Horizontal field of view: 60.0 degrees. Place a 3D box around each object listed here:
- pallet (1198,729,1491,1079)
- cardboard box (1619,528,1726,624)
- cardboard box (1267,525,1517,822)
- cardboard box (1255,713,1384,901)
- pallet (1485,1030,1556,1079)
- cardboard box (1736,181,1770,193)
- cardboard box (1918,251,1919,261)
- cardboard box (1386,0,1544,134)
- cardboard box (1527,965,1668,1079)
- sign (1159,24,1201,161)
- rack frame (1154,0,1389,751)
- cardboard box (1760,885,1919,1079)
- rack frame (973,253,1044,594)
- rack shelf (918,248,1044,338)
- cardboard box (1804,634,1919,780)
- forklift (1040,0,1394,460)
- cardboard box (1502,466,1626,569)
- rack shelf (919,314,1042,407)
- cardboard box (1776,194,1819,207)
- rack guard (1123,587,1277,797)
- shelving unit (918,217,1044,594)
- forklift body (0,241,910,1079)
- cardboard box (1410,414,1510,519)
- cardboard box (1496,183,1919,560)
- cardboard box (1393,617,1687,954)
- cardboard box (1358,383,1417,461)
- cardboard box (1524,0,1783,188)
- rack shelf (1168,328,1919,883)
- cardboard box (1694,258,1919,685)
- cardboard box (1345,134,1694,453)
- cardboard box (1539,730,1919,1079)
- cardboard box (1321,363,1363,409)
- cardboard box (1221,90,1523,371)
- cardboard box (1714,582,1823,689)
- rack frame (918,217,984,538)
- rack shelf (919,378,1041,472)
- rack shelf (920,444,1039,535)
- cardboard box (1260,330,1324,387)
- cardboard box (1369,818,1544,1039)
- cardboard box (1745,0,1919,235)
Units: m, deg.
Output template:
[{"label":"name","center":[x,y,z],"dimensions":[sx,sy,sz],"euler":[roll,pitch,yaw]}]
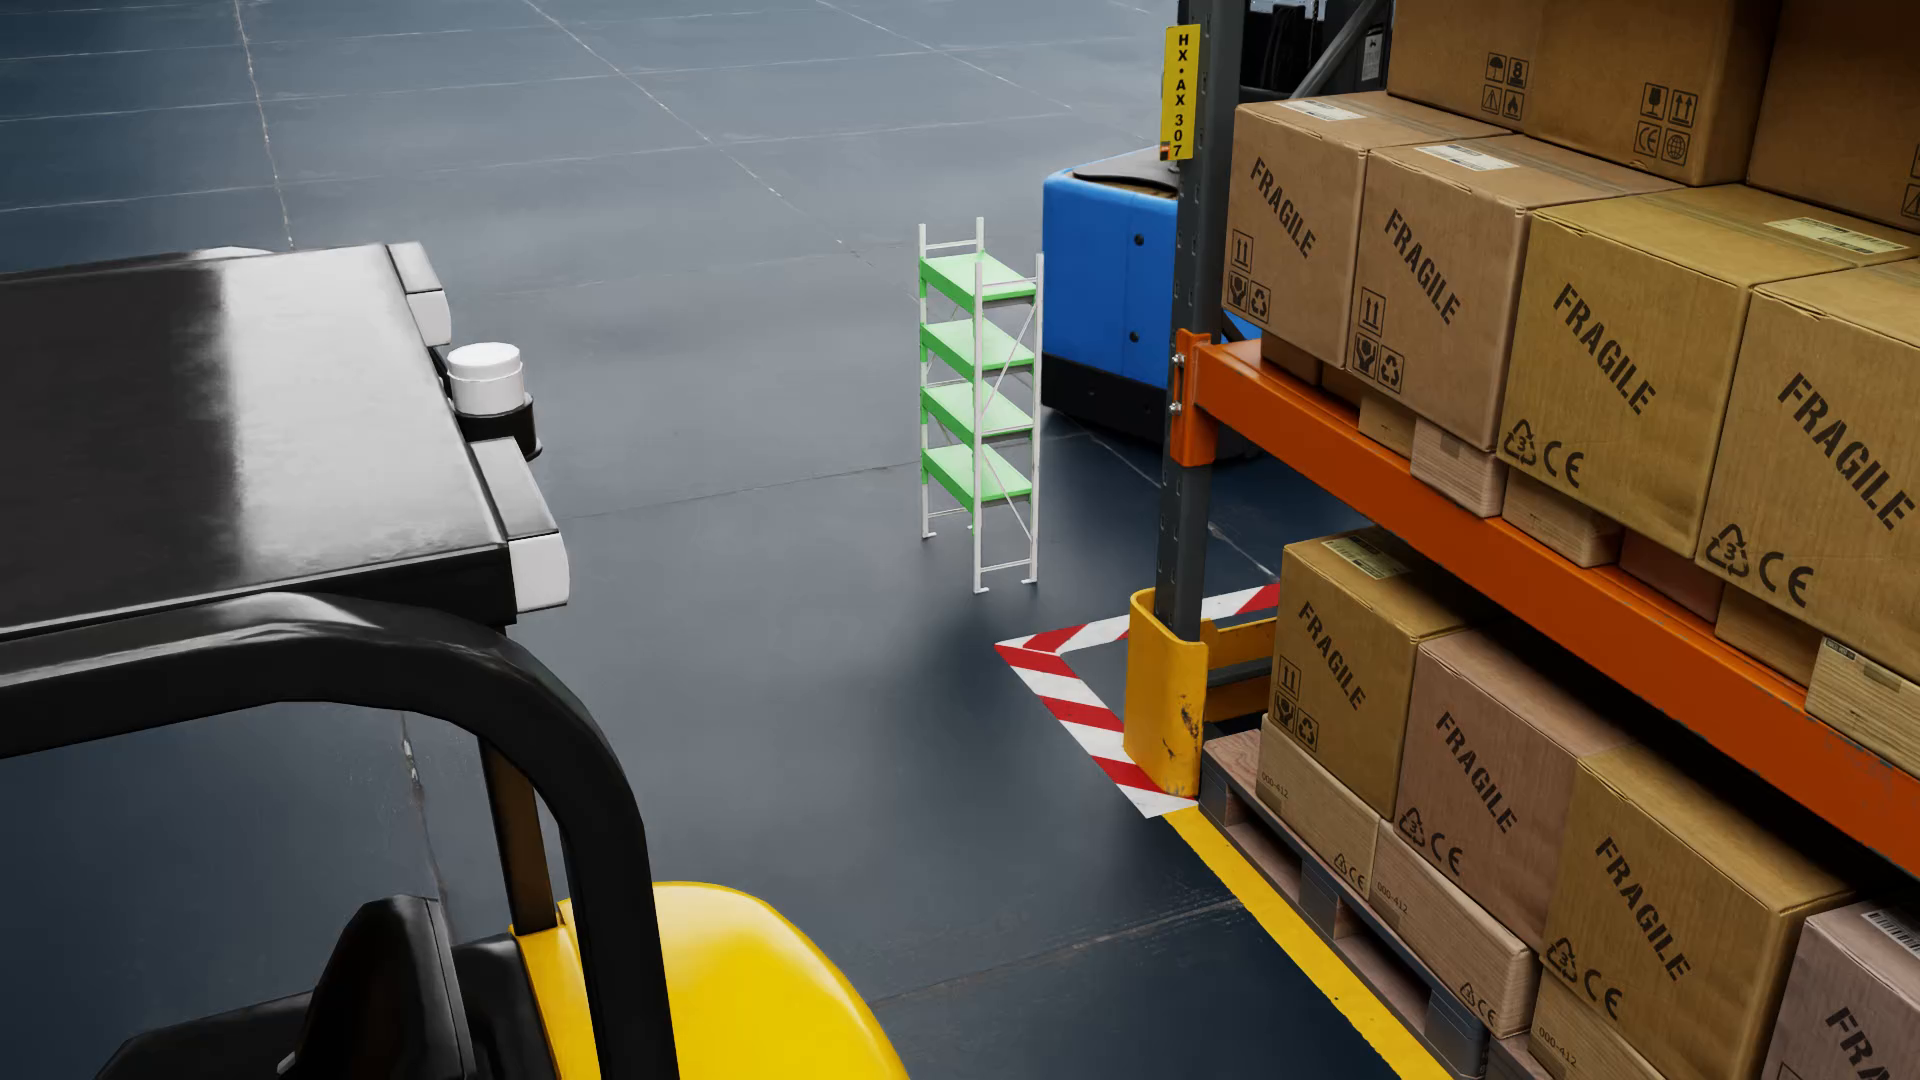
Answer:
[{"label":"pallet","center":[1.359,0.813,4.344],"dimensions":[1.003,0.211,1.213],"euler":[-11,28,-21]},{"label":"cardboard box","center":[1.475,0.007,3.103],"dimensions":[0.380,0.149,0.250],"euler":[-10,28,-19]},{"label":"cardboard box","center":[1.115,0.288,4.042],"dimensions":[0.500,0.500,0.500],"euler":[-12,28,-22]},{"label":"cardboard box","center":[1.105,0.616,4.226],"dimensions":[0.500,0.250,0.500],"euler":[-11,28,-21]},{"label":"pallet","center":[1.833,1.305,3.337],"dimensions":[1.003,0.211,1.213],"euler":[-11,28,-21]},{"label":"cardboard box","center":[1.701,-0.608,3.624],"dimensions":[0.500,0.500,0.500],"euler":[-11,28,-20]},{"label":"cardboard box","center":[1.998,-0.645,2.559],"dimensions":[0.700,0.500,0.500],"euler":[-11,28,-21]},{"label":"cardboard box","center":[1.444,-1.264,3.827],"dimensions":[0.700,0.500,0.500],"euler":[-11,28,-22]},{"label":"cardboard box","center":[1.523,1.041,3.354],"dimensions":[0.500,0.250,0.500],"euler":[-9,27,-17]},{"label":"sign","center":[0.544,-1.100,4.098],"dimensions":[0.100,0.325,0.005],"euler":[-11,28,-21]},{"label":"rack frame","center":[1.044,-0.805,4.479],"dimensions":[1.000,3.000,0.127],"euler":[-11,28,-21]},{"label":"cardboard box","center":[1.730,0.917,2.754],"dimensions":[0.500,0.500,0.500],"euler":[-9,27,-18]},{"label":"rack frame","center":[0.160,-0.374,5.648],"dimensions":[0.240,1.200,0.015],"euler":[-11,28,-21]},{"label":"rack shelf","center":[0.065,-0.846,5.667],"dimensions":[0.258,0.148,0.480],"euler":[-11,28,-21]},{"label":"cardboard box","center":[1.596,0.230,2.646],"dimensions":[0.380,0.149,0.250],"euler":[-10,28,-20]},{"label":"forklift","center":[1.717,-2.196,7.407],"dimensions":[1.130,2.935,3.031],"euler":[23,34,39]},{"label":"cardboard box","center":[1.317,-0.089,3.301],"dimensions":[0.380,0.149,0.250],"euler":[-10,28,-19]},{"label":"rack shelf","center":[0.065,-0.631,5.773],"dimensions":[0.258,0.148,0.480],"euler":[-11,28,-21]},{"label":"cardboard box","center":[1.894,-0.406,3.209],"dimensions":[0.500,0.500,0.500],"euler":[-11,28,-21]},{"label":"rack guard","center":[1.073,0.349,4.965],"dimensions":[1.175,0.500,0.348],"euler":[-11,28,-21]},{"label":"shelving unit","center":[0.065,-0.472,5.850],"dimensions":[0.258,1.200,0.503],"euler":[-11,28,-21]},{"label":"forklift body","center":[-1.101,0.883,1.989],"dimensions":[2.313,2.155,1.214],"euler":[-11,28,-21]},{"label":"cardboard box","center":[1.184,-0.188,3.503],"dimensions":[0.380,0.149,0.250],"euler":[-10,28,-20]},{"label":"cardboard box","center":[1.380,-0.330,3.054],"dimensions":[0.500,0.500,0.500],"euler":[-11,28,-22]},{"label":"cardboard box","center":[1.324,0.498,3.611],"dimensions":[0.500,0.500,0.500],"euler":[-12,28,-23]},{"label":"cardboard box","center":[1.127,-0.298,3.729],"dimensions":[0.380,0.149,0.250],"euler":[-12,28,-22]},{"label":"cardboard box","center":[1.636,-1.058,3.406],"dimensions":[0.700,0.500,0.500],"euler":[-10,28,-20]},{"label":"rack shelf","center":[1.827,0.326,2.983],"dimensions":[1.077,0.370,4.000],"euler":[-11,28,-21]},{"label":"cardboard box","center":[1.587,-0.126,2.637],"dimensions":[0.500,0.500,0.500],"euler":[-11,28,-22]},{"label":"cardboard box","center":[1.180,-0.536,3.475],"dimensions":[0.500,0.500,0.500],"euler":[-10,28,-19]},{"label":"cardboard box","center":[1.513,0.702,3.193],"dimensions":[0.500,0.500,0.500],"euler":[-10,28,-20]},{"label":"cardboard box","center":[1.098,-0.419,3.977],"dimensions":[0.380,0.149,0.250],"euler":[-10,28,-20]},{"label":"cardboard box","center":[0.974,-0.744,3.902],"dimensions":[0.500,0.500,0.500],"euler":[-11,28,-21]},{"label":"cardboard box","center":[1.551,0.119,2.875],"dimensions":[0.380,0.149,0.250],"euler":[-11,28,-22]},{"label":"rack frame","center":[-0.031,-0.571,6.052],"dimensions":[0.240,1.200,0.015],"euler":[-11,28,-21]},{"label":"rack shelf","center":[0.065,-0.415,5.878],"dimensions":[0.258,0.148,0.480],"euler":[-11,28,-21]},{"label":"rack shelf","center":[0.065,-0.199,5.983],"dimensions":[0.258,0.148,0.480],"euler":[-11,28,-21]},{"label":"cardboard box","center":[0.986,-0.519,4.180],"dimensions":[0.380,0.149,0.250],"euler":[-10,28,-20]},{"label":"cardboard box","center":[1.298,0.823,3.801],"dimensions":[0.500,0.250,0.500],"euler":[-10,28,-19]},{"label":"cardboard box","center":[1.930,-0.870,3.020],"dimensions":[0.700,0.500,0.500],"euler":[-11,28,-21]}]
